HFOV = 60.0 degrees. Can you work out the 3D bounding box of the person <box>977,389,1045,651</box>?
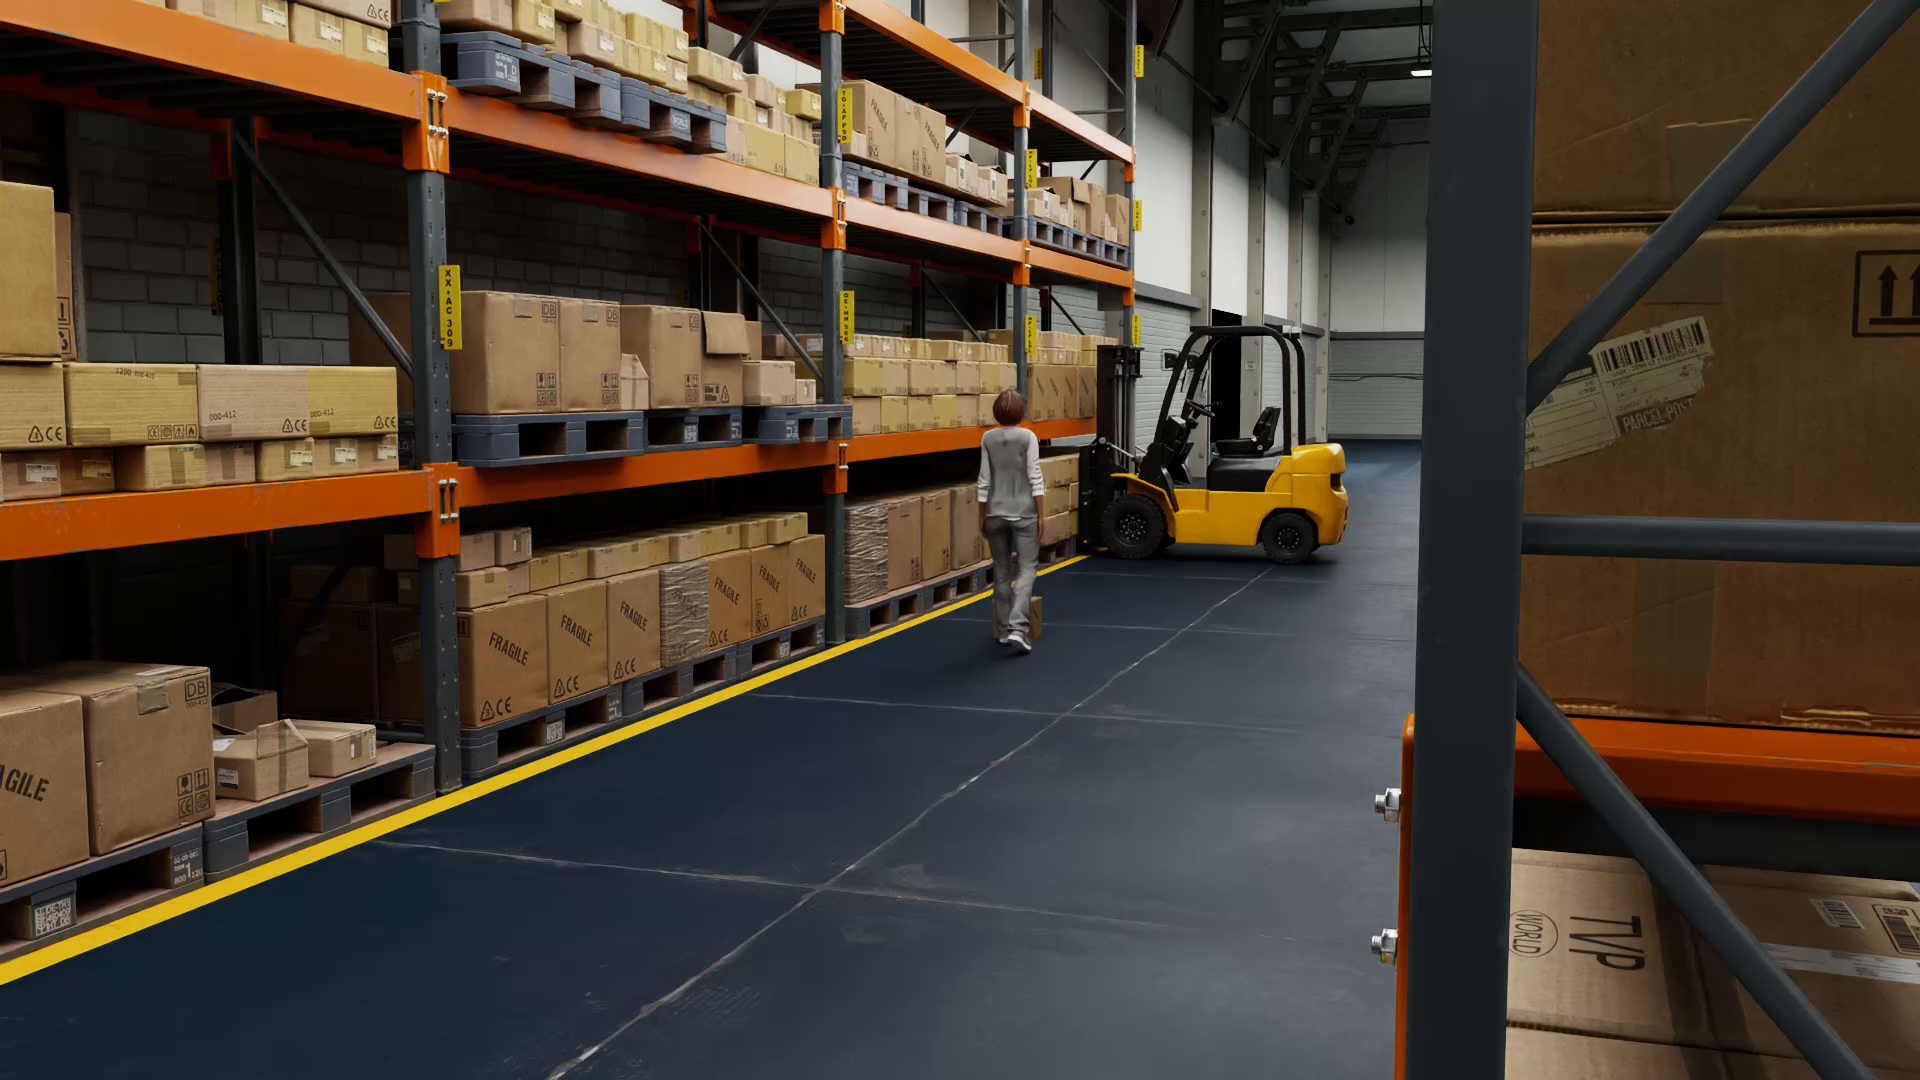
[{"bbox_3d":[0.325,-0.080,10.254,0.433,1.488,0.639,2,6,19],"label":"person"}]
